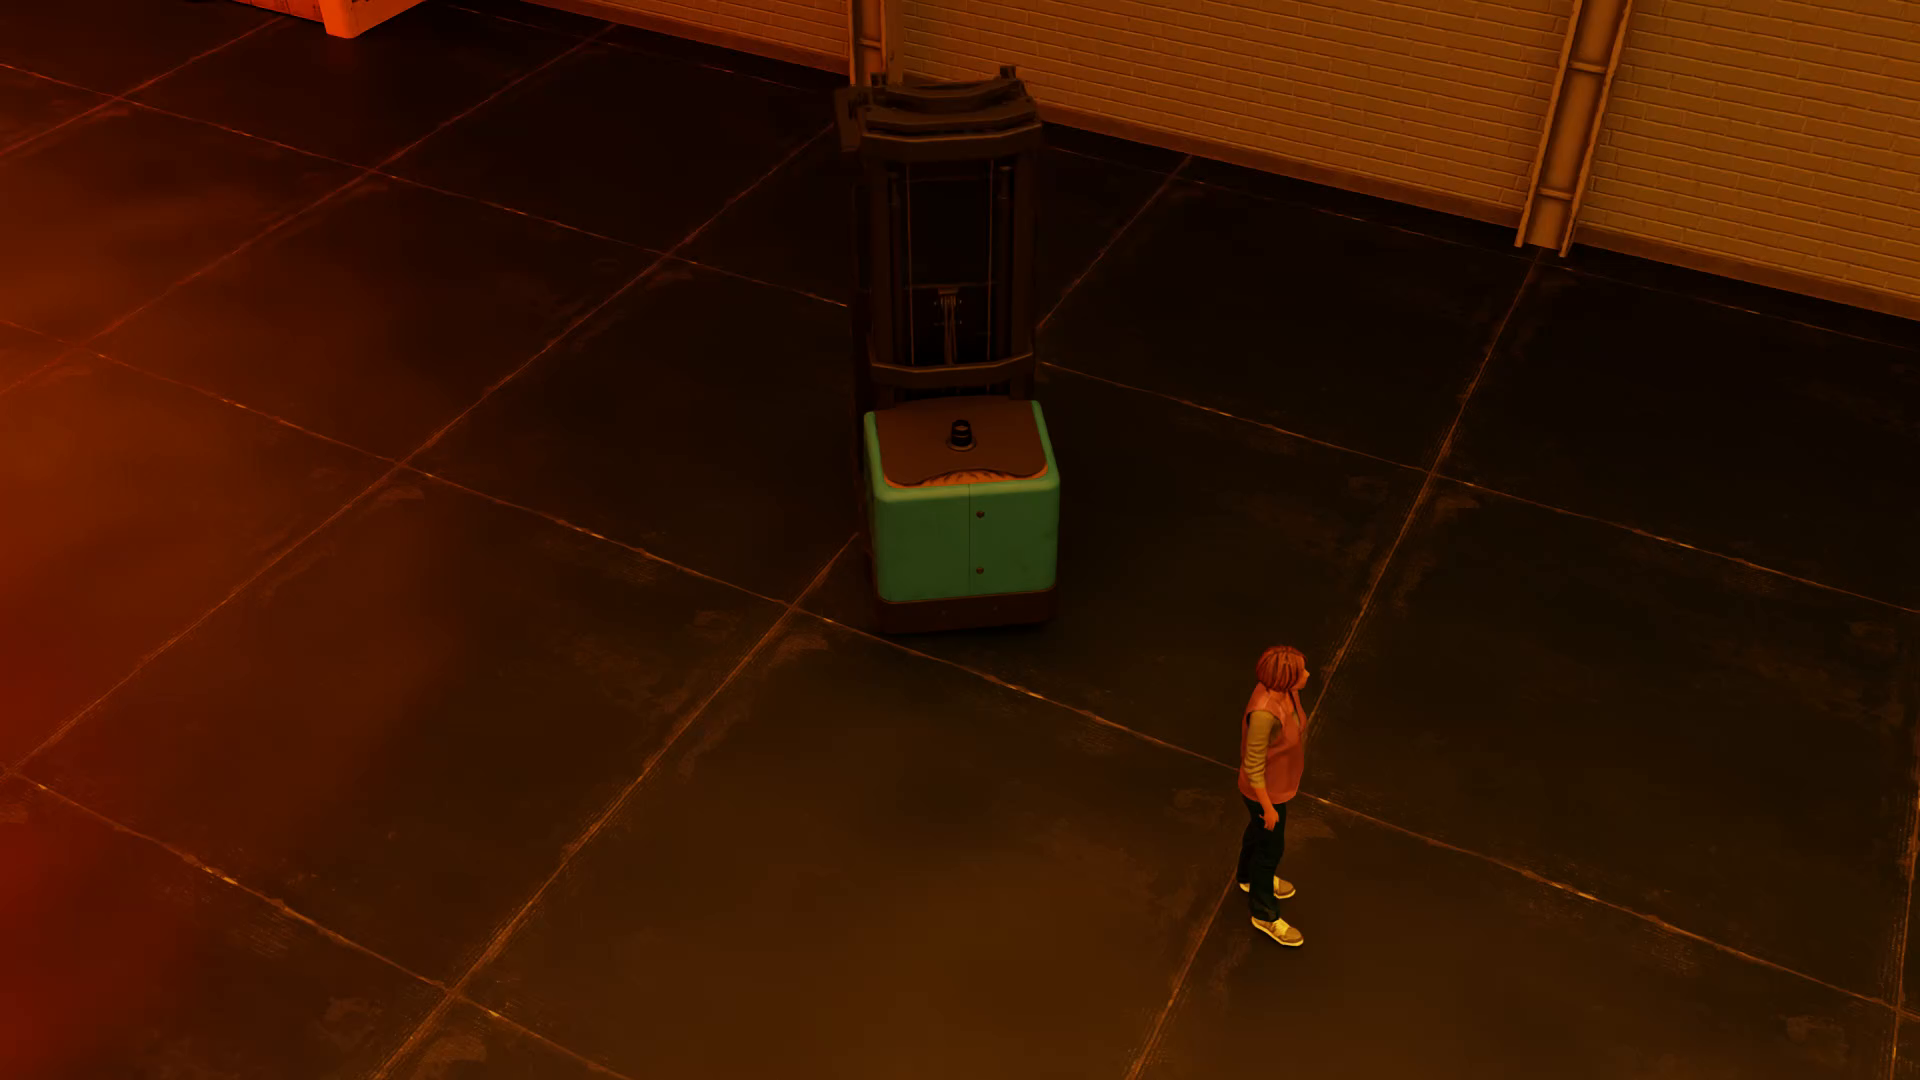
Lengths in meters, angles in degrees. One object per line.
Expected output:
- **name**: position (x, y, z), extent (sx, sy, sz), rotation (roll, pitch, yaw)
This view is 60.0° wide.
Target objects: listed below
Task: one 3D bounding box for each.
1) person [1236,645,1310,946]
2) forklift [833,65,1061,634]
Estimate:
- **person**: position (1.502, 1.139, 7.662), extent (0.470, 1.602, 0.525), rotation (14, 42, 16)
- **forklift**: position (-0.129, -1.527, 9.800), extent (1.130, 2.935, 3.031), rotation (-4, 40, -5)
